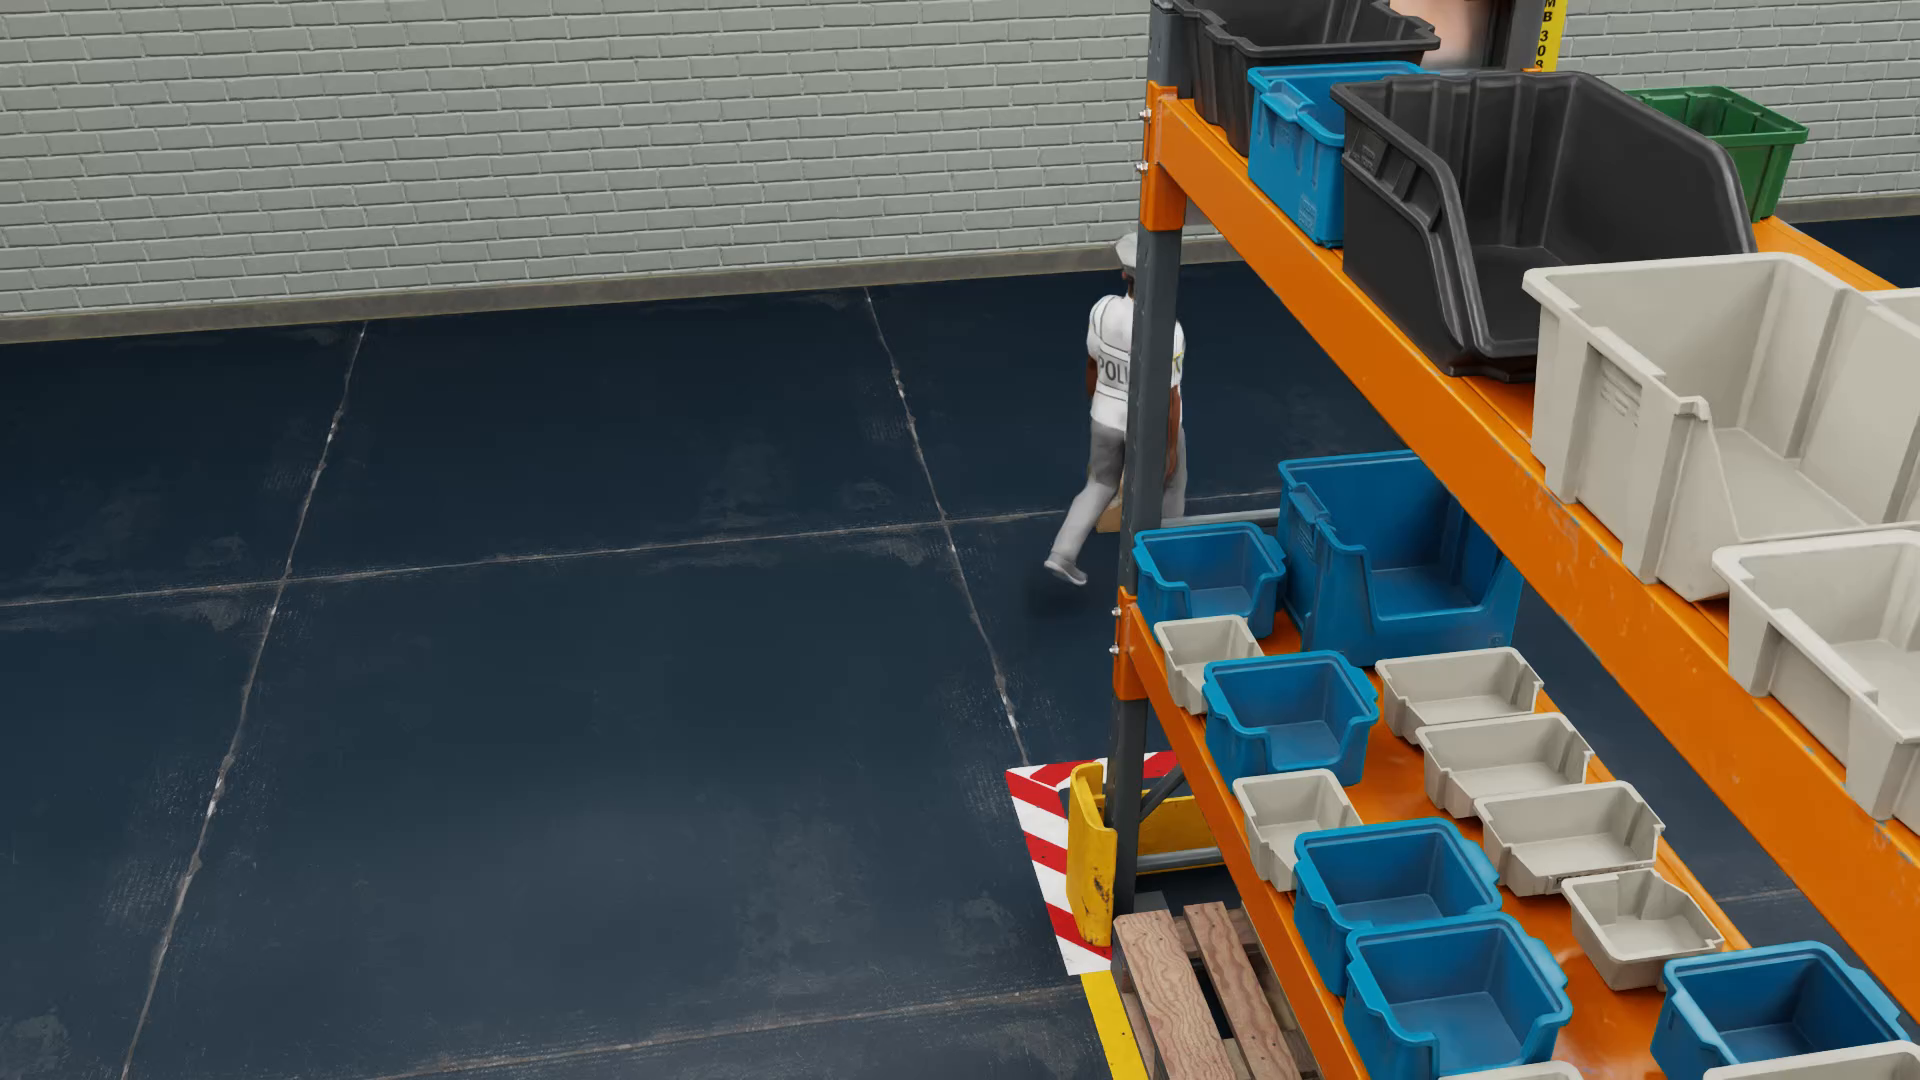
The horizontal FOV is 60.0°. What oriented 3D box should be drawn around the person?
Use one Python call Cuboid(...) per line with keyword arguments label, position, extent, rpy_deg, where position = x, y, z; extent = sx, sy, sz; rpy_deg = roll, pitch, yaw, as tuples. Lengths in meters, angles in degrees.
Cuboid(label="person", position=(0.760, -0.530, 7.032), extent=(0.464, 1.627, 0.870), rpy_deg=(18, 35, 28))
